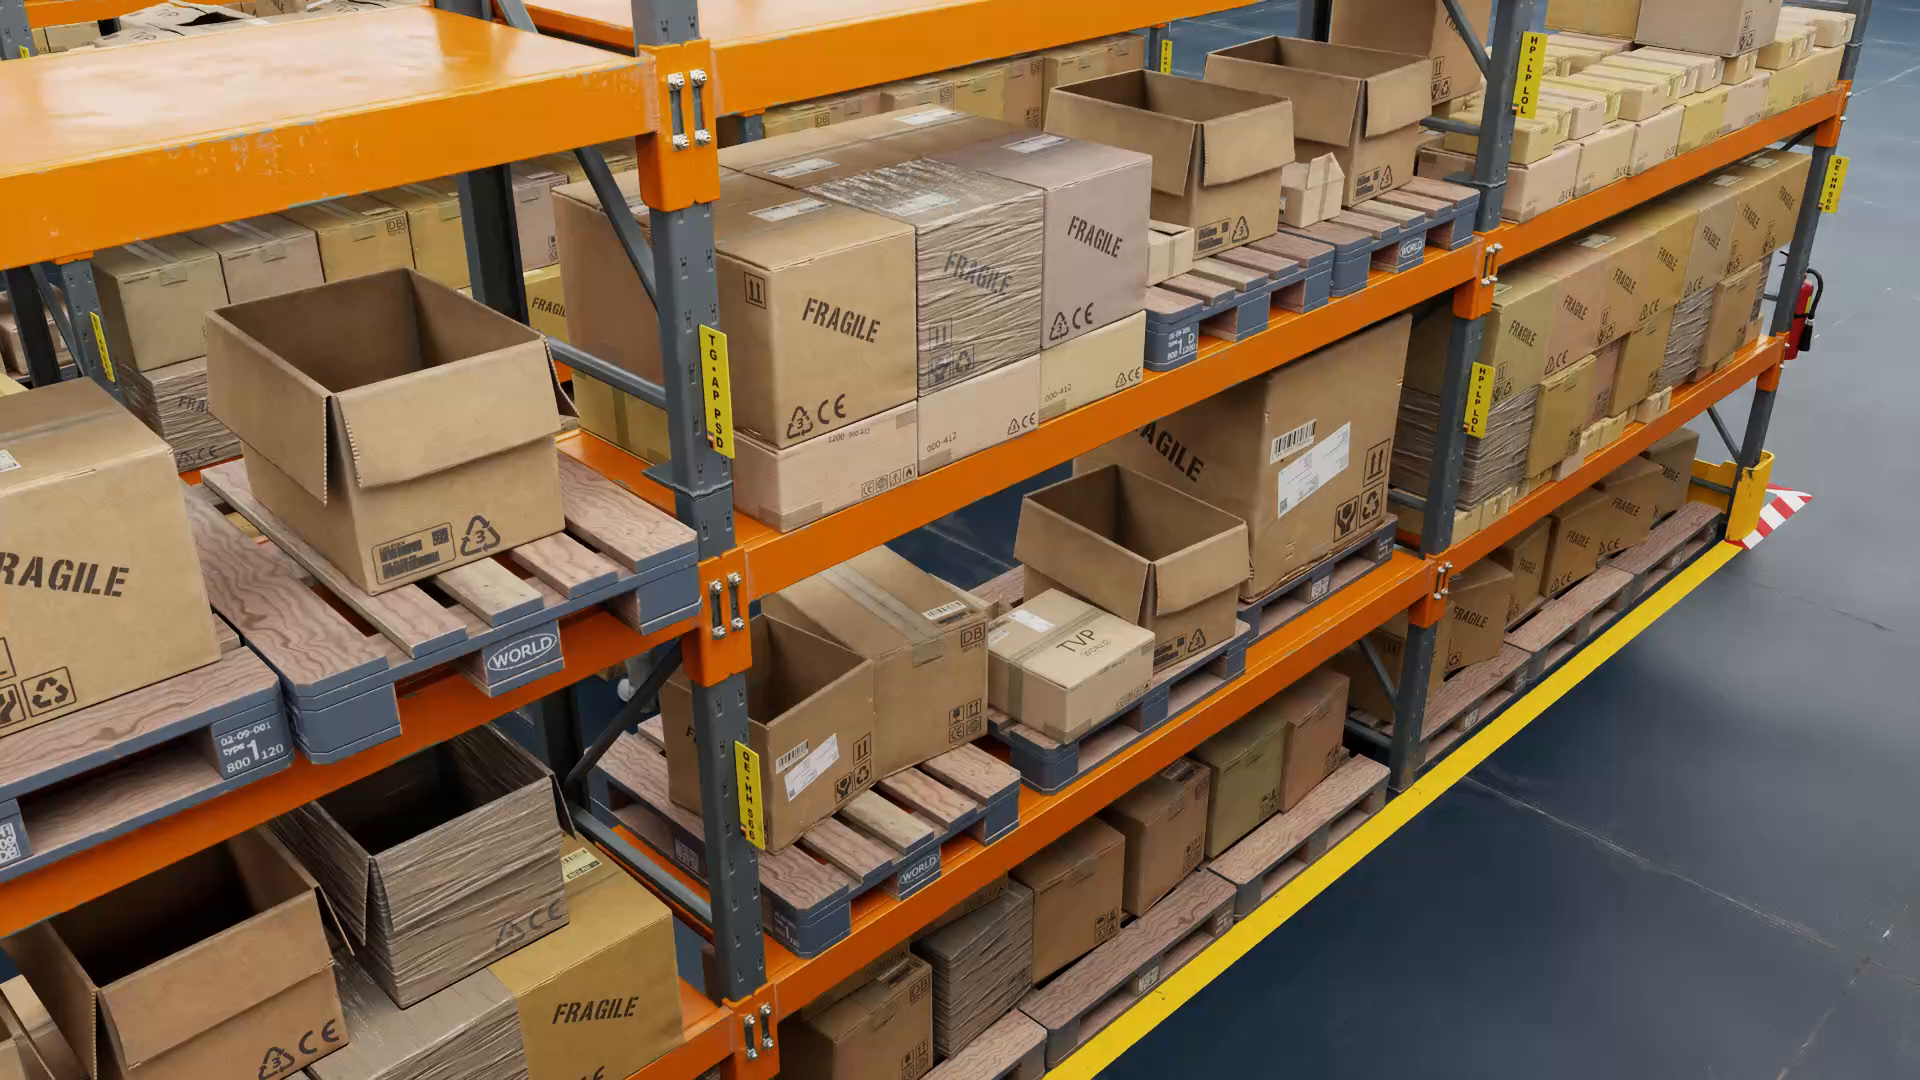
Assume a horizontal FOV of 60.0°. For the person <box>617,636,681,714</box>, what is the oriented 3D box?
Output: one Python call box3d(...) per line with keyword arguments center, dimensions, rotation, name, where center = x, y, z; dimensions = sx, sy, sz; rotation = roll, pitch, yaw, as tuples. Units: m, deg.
box3d(center=(-1.601, 0.070, 8.474), dimensions=(0.571, 1.777, 0.440), rotation=(-24, 36, -38), name="person")
